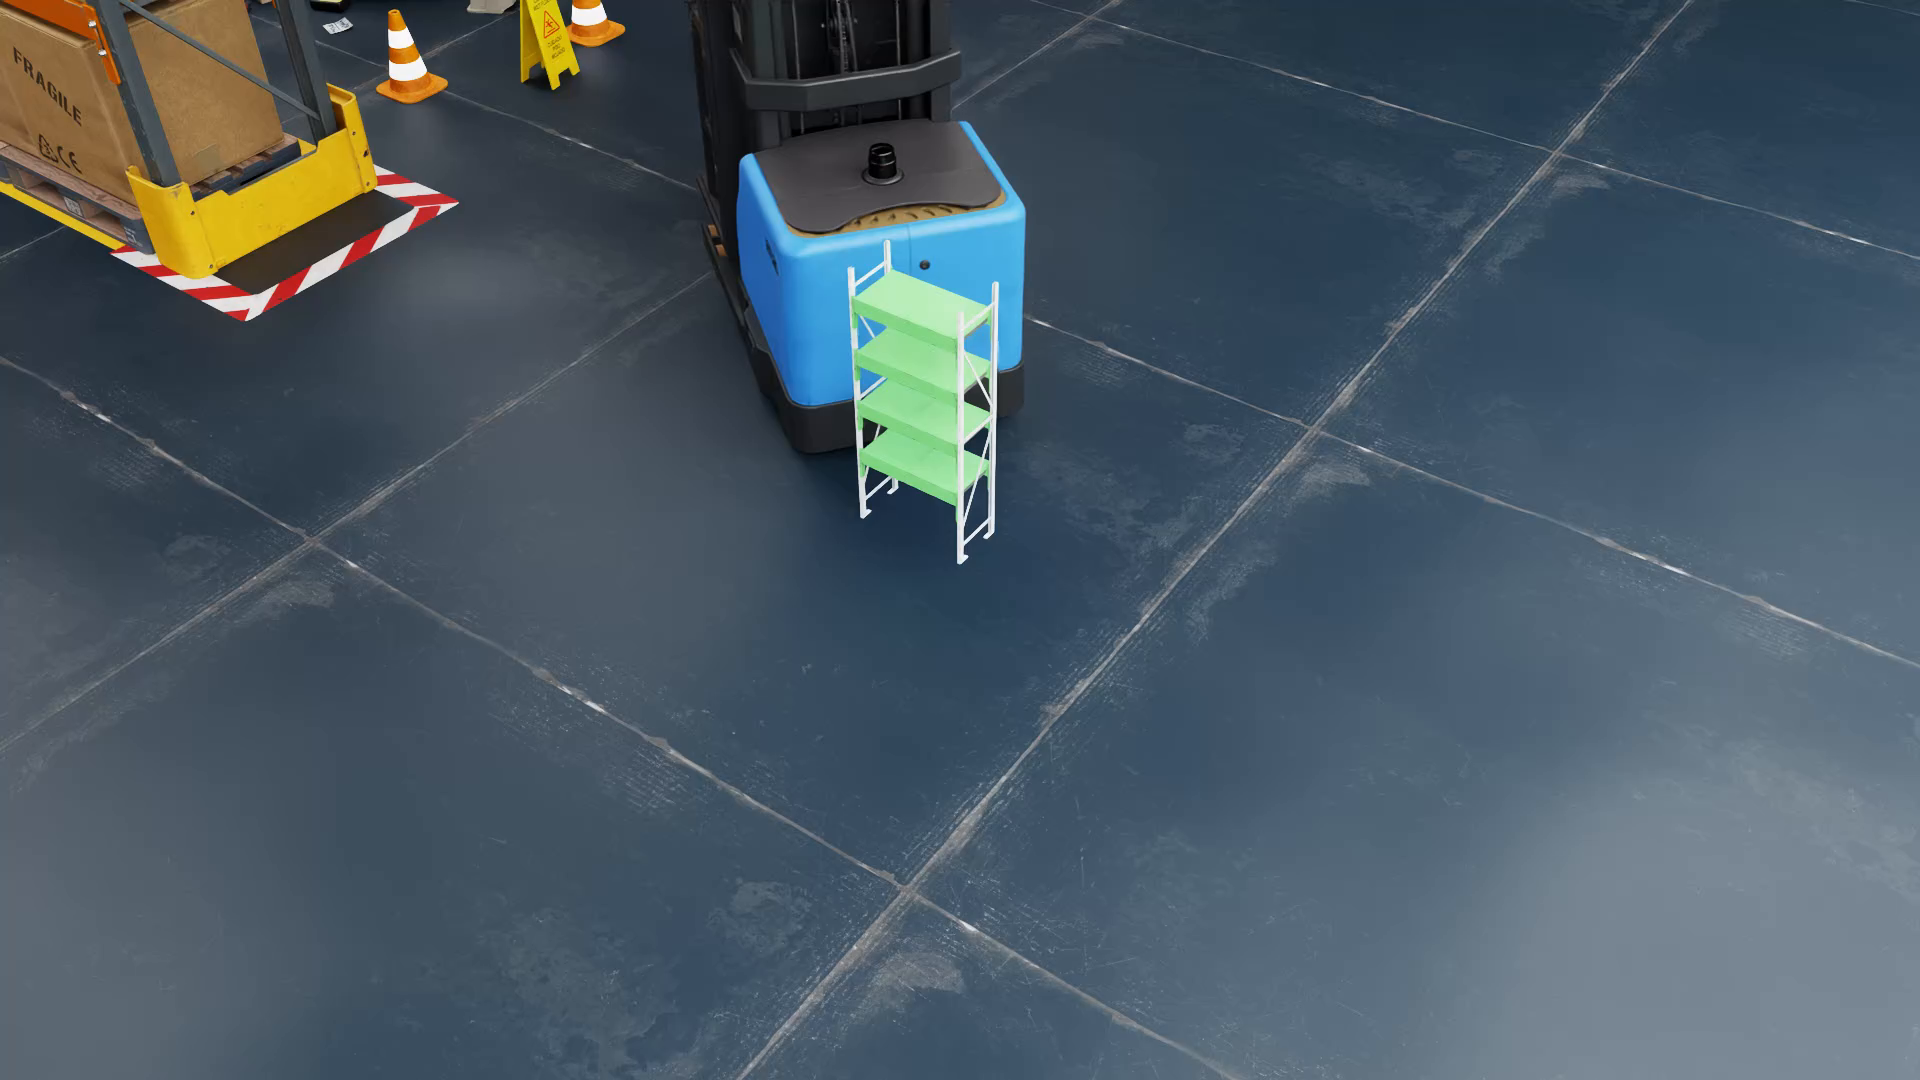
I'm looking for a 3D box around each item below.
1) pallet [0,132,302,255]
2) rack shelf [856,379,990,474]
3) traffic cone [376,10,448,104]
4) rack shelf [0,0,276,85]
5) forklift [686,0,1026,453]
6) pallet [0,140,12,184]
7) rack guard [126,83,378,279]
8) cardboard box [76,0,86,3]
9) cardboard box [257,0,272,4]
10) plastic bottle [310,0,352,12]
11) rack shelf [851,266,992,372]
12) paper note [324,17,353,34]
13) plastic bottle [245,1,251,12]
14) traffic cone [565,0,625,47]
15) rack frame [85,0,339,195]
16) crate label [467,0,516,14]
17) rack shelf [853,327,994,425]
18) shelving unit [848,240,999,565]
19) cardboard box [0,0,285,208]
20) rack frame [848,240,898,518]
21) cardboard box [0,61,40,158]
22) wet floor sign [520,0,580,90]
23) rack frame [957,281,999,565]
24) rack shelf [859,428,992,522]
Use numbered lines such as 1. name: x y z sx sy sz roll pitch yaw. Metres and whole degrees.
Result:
1. pallet: -4.273 -2.002 8.829 1.213 0.211 1.003 25 48 25
2. rack shelf: -0.136 -0.463 6.463 0.480 0.148 0.258 25 48 25
3. traffic cone: -3.193 -2.811 9.544 0.334 0.463 0.336 25 48 25
4. rack shelf: -5.211 -3.275 8.700 4.000 0.370 1.077 25 48 25
5. forklift: -0.653 -2.456 7.297 1.130 2.935 3.031 -12 43 -13
6. pallet: -5.268 -2.469 9.351 1.213 0.211 1.003 25 48 25
7. rack guard: -3.554 -1.837 8.428 0.348 0.500 1.175 25 48 25
8. cardboard box: -3.904 -2.951 7.686 0.550 0.550 0.875 25 48 25
9. cardboard box: -4.384 -3.638 10.616 0.396 0.266 0.258 -34 52 -32
10. plastic bottle: -4.007 -3.401 10.505 0.283 0.061 0.133 10 43 11
11. rack shelf: -0.136 -0.821 6.143 0.480 0.148 0.258 25 48 25
12. paper note: -3.849 -3.182 10.284 0.144 0.017 0.142 -25 48 -25
13. plastic bottle: -4.557 -3.302 10.394 0.133 0.061 0.283 10 43 11
14. traffic cone: -2.266 -3.298 10.088 0.334 0.463 0.336 25 48 25
15. rack frame: -3.574 -2.778 7.605 0.127 3.000 1.000 25 48 25
16. crate label: -2.945 -3.443 10.495 0.298 0.136 0.250 3 42 4
17. rack shelf: -0.136 -0.642 6.303 0.480 0.148 0.258 25 48 25
18. shelving unit: -0.136 -0.511 6.421 0.503 1.200 0.258 25 48 25
19. cardboard box: -4.167 -2.366 8.423 0.875 0.875 0.875 25 48 26
20. rack frame: -0.335 -0.604 6.525 0.015 1.200 0.240 25 48 25
21. cardboard box: -4.888 -2.702 8.798 0.875 0.875 0.875 24 47 25
22. wet floor sign: -2.413 -2.970 9.585 0.232 0.644 0.267 17 45 18
23. rack frame: 0.064 -0.417 6.316 0.015 1.200 0.240 25 48 25
24. rack shelf: -0.136 -0.284 6.623 0.480 0.148 0.258 25 48 25
